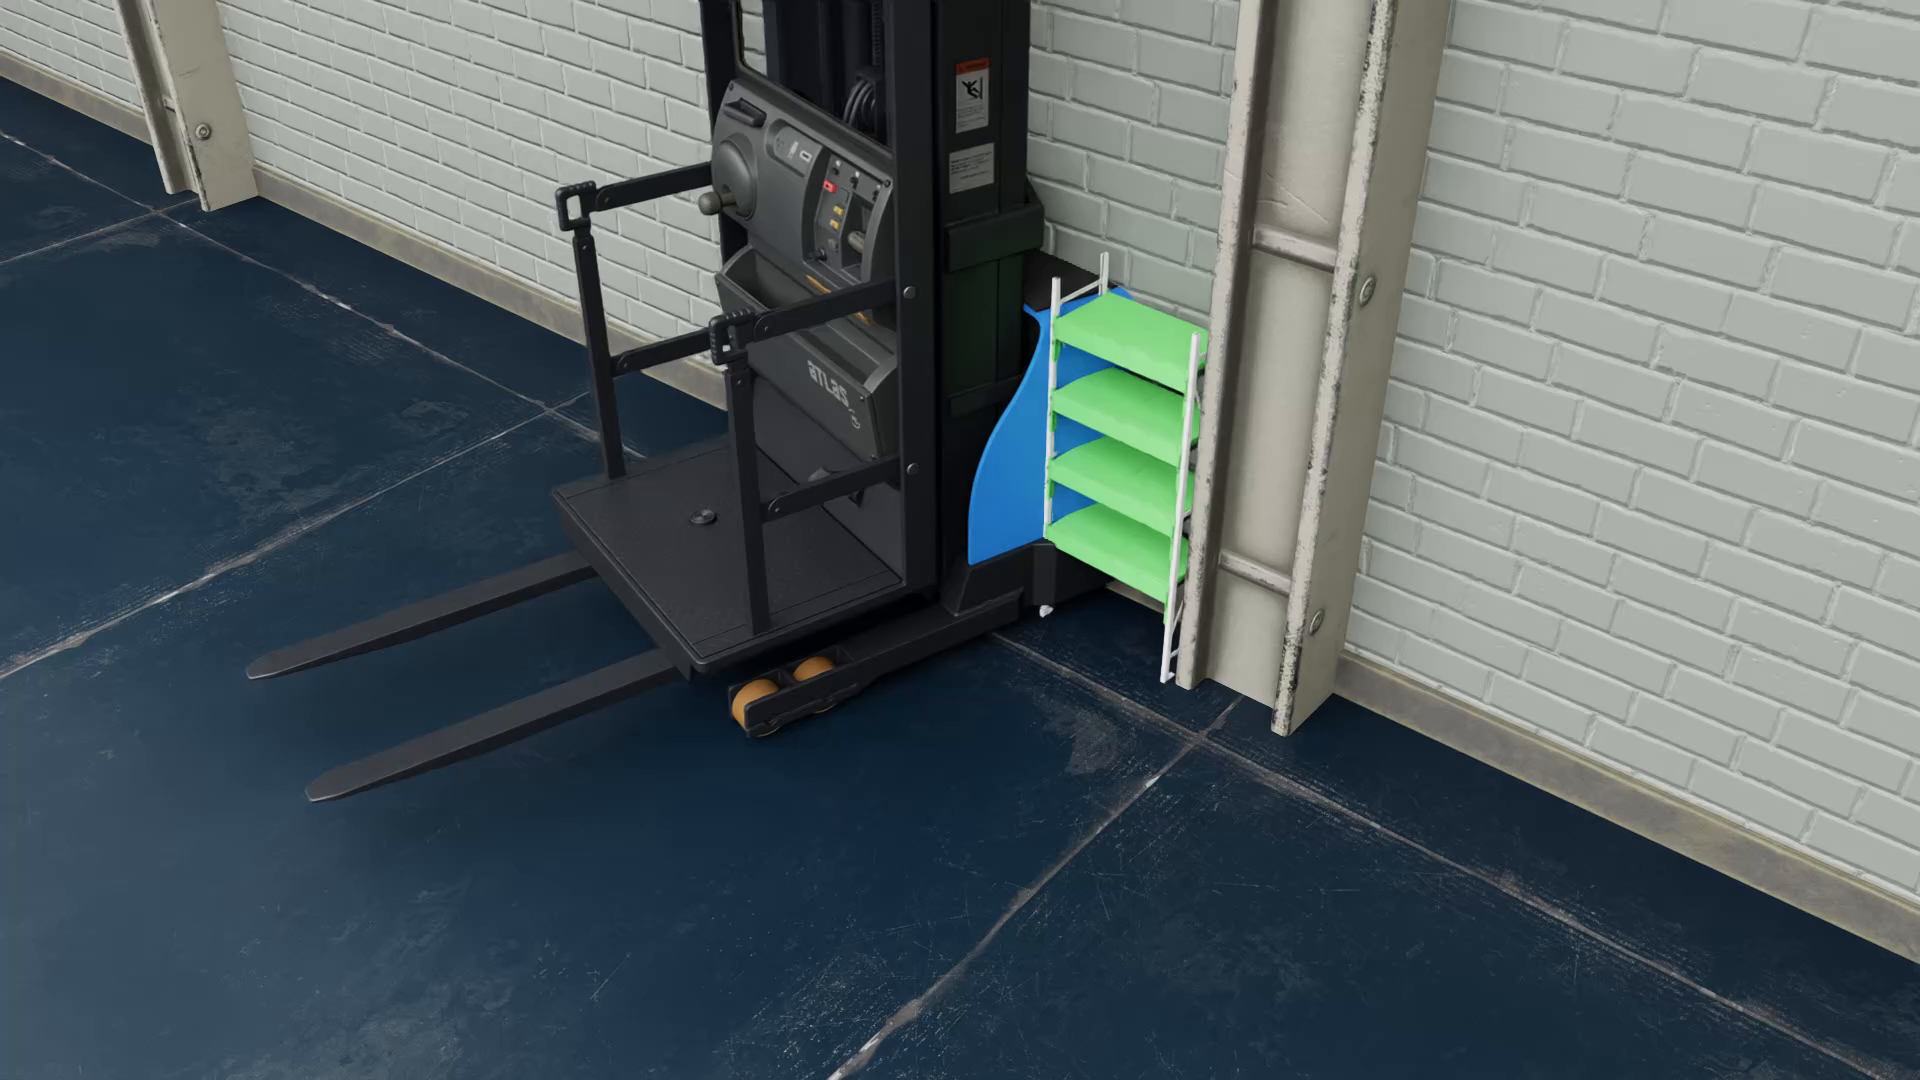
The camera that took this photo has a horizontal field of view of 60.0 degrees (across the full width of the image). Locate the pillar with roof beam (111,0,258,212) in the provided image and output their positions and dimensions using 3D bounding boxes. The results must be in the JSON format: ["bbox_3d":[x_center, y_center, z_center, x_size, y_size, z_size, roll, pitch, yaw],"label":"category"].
[{"bbox_3d":[-6.457,-3.566,2.994,0.400,9.000,9.100,25,42,32],"label":"pillar with roof beam"}]

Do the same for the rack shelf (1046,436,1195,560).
[{"bbox_3d":[0.525,-0.147,5.013,0.480,0.148,0.258,28,44,34],"label":"rack shelf"}]

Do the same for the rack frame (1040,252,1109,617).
[{"bbox_3d":[0.347,-0.295,5.113,0.015,1.200,0.240,28,44,34],"label":"rack frame"}]

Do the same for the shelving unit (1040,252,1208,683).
[{"bbox_3d":[0.525,-0.199,4.977,0.503,1.200,0.258,28,44,34],"label":"shelving unit"}]

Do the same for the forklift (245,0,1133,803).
[{"bbox_3d":[-0.628,-0.971,4.575,3.031,2.935,1.130,-21,40,-27],"label":"forklift"}]

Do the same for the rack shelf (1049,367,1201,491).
[{"bbox_3d":[0.526,-0.344,4.876,0.480,0.148,0.258,28,44,34],"label":"rack shelf"}]

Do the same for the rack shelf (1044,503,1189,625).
[{"bbox_3d":[0.525,0.050,5.151,0.480,0.148,0.258,28,44,34],"label":"rack shelf"}]

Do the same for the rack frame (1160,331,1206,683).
[{"bbox_3d":[0.704,-0.104,4.841,0.015,1.200,0.240,28,44,34],"label":"rack frame"}]

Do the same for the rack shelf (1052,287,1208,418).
[{"bbox_3d":[0.526,-0.541,4.738,0.480,0.148,0.258,28,44,34],"label":"rack shelf"}]
